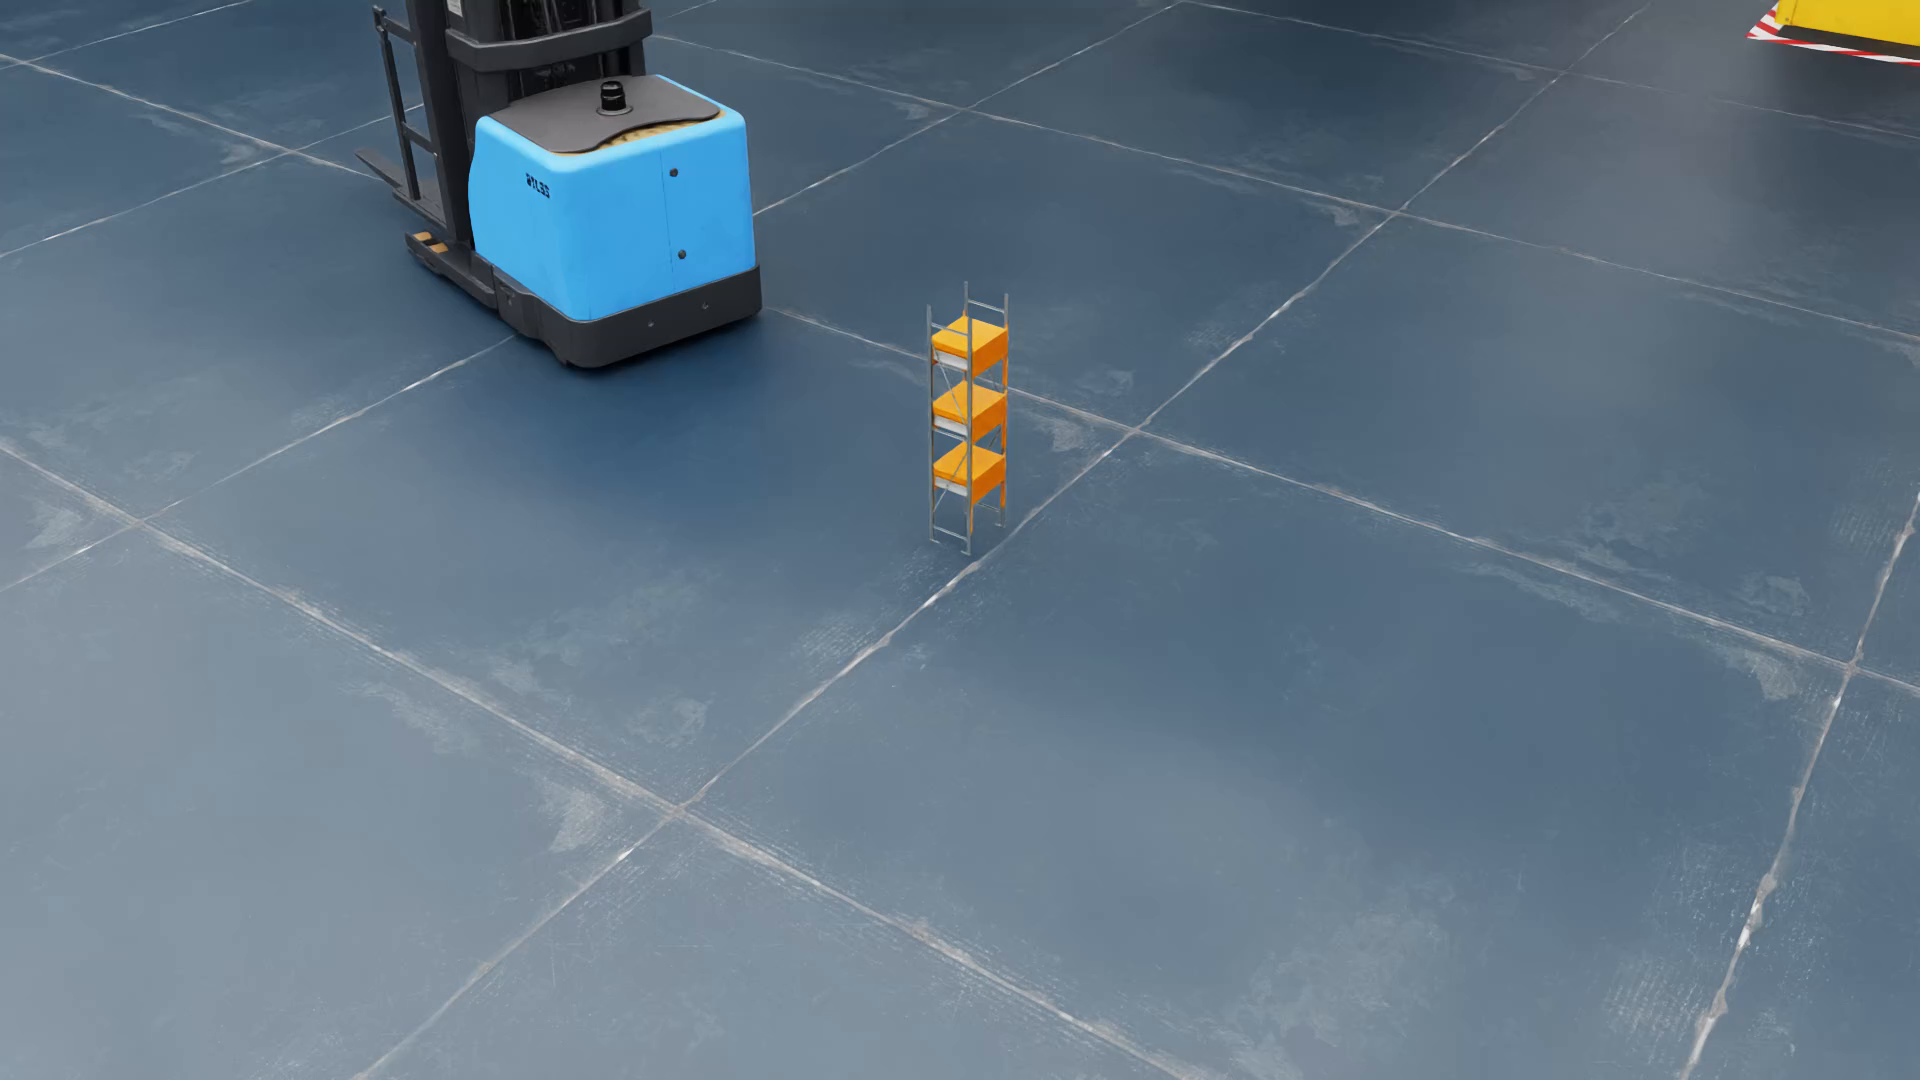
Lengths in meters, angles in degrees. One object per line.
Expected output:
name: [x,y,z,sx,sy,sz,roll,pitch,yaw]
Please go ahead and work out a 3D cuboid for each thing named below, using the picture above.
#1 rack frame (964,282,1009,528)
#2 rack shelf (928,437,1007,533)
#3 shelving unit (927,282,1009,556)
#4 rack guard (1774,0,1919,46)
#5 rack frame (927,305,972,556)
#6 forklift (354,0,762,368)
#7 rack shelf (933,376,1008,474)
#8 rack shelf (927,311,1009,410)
rack frame: [0.100,-0.516,6.575,0.200,1.050,0.008,21,39,28]
rack shelf: [0.031,-0.221,6.654,0.215,0.259,0.240,21,39,28]
shelving unit: [0.031,-0.460,6.492,0.215,1.050,0.252,21,39,28]
rack guard: [6.684,-3.988,12.201,1.175,0.500,0.348,21,39,28]
rack frame: [-0.039,-0.403,6.409,0.200,1.050,0.008,21,39,28]
forklift: [-2.320,-2.779,8.242,1.130,2.935,3.031,-25,41,-32]
rack shelf: [0.031,-0.451,6.498,0.215,0.259,0.240,21,39,28]
rack shelf: [0.031,-0.686,6.339,0.215,0.259,0.240,21,39,28]
